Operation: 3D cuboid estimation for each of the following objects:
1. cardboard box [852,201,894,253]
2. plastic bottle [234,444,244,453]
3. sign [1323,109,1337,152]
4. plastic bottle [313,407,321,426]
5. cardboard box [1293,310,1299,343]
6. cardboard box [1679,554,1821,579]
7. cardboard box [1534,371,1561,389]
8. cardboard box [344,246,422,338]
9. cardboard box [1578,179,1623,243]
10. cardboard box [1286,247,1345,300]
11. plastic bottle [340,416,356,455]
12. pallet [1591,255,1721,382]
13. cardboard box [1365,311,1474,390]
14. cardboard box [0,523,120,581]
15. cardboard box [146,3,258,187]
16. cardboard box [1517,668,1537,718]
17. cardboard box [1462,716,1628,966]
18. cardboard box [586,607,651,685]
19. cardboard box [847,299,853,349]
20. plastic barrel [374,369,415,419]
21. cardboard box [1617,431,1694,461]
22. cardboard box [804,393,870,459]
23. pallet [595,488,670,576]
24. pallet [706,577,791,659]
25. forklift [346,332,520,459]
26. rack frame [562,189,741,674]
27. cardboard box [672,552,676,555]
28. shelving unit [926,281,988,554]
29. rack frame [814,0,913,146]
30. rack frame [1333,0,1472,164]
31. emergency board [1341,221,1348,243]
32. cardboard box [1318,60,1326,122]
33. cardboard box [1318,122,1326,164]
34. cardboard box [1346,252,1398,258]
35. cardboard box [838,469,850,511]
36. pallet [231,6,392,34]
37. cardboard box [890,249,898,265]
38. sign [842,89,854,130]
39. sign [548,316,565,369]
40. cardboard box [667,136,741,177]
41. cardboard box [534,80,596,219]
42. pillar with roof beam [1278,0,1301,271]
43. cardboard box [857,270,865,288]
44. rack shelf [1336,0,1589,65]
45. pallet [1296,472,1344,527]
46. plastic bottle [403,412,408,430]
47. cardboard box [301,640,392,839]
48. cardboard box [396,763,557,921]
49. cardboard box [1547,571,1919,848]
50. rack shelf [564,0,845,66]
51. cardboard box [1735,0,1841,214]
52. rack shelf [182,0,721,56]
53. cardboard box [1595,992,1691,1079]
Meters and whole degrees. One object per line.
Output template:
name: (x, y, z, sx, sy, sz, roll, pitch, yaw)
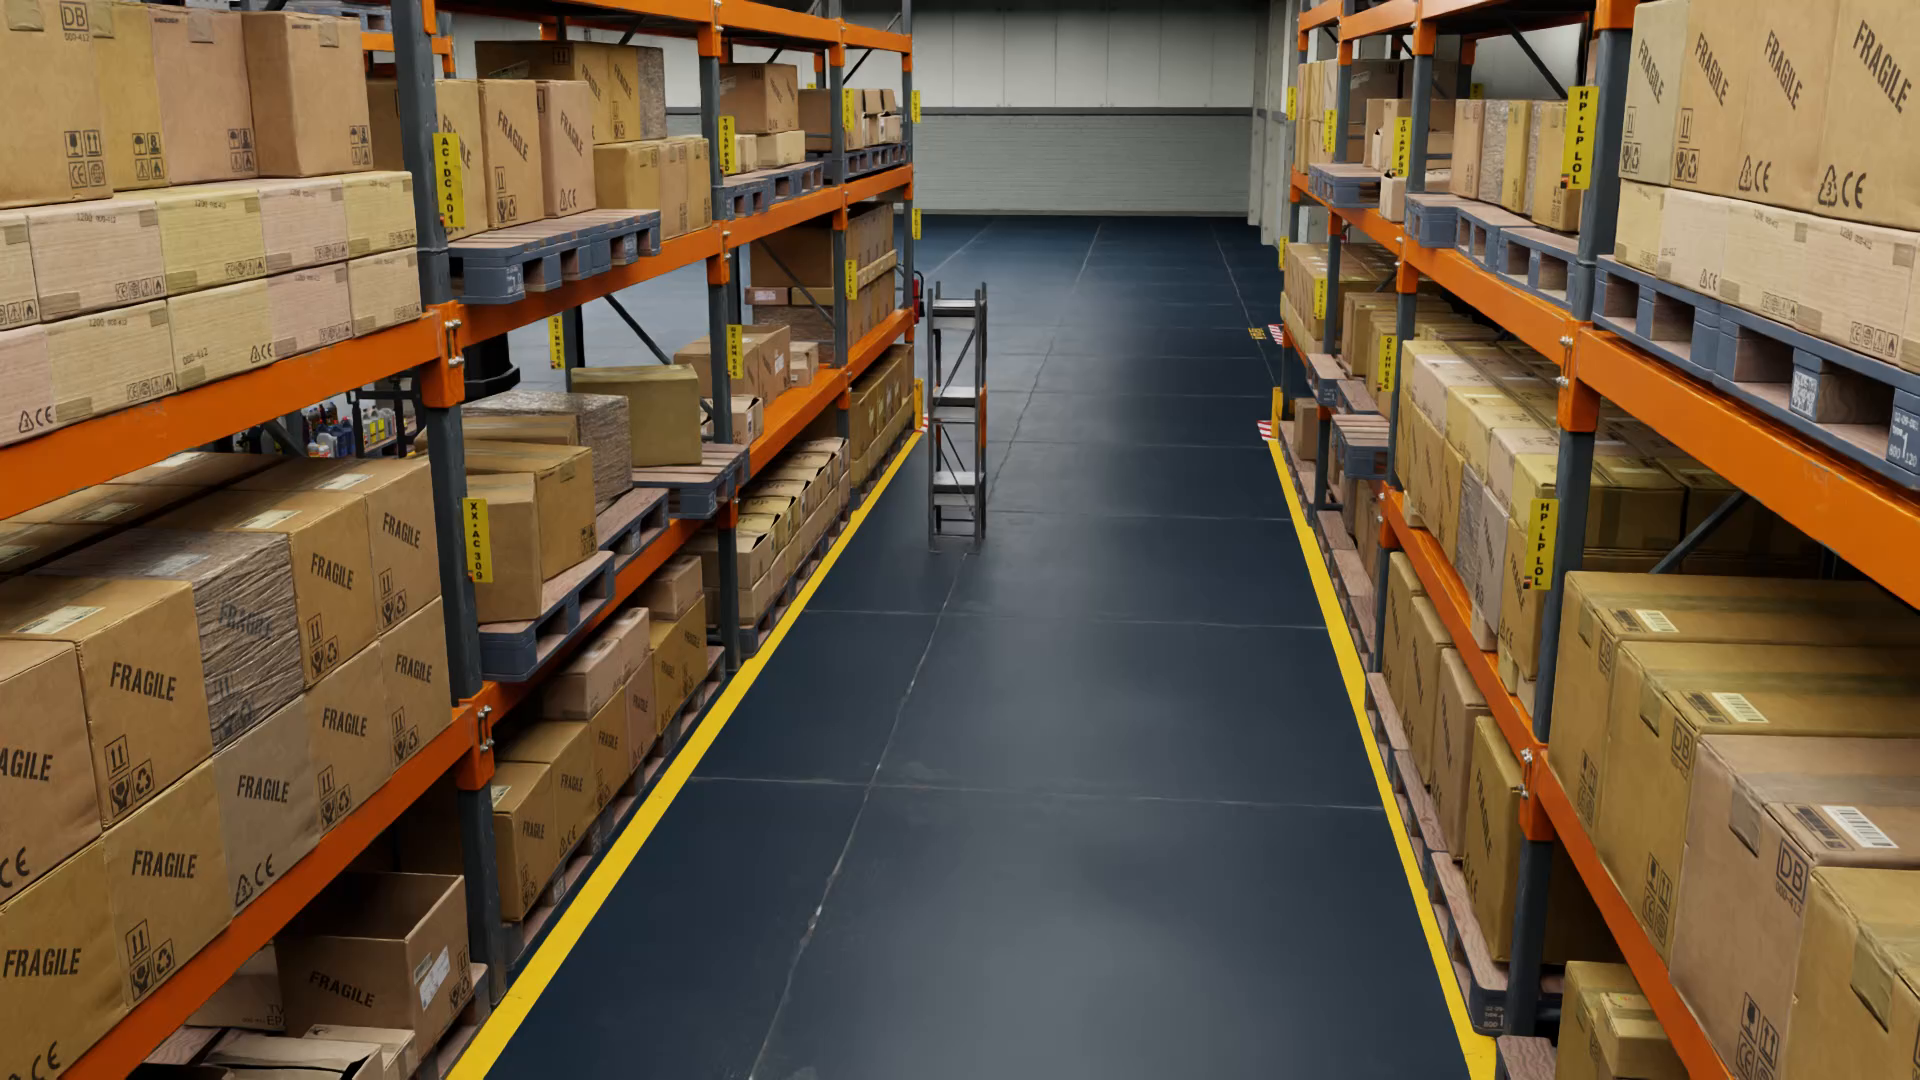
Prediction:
cardboard box: (-1.074, -3.247, 17.246, 0.700, 0.500, 0.500, 2, 15, 6)
plastic bottle: (-6.644, -0.781, 15.322, 0.097, 0.201, 0.097, 0, 15, 0)
sign: (2.928, -3.236, 13.146, 0.100, 0.325, 0.005, 2, 15, 6)
plastic bottle: (-6.477, -1.199, 16.734, 0.097, 0.271, 0.097, 0, 15, 0)
cardboard box: (3.382, -1.984, 15.501, 0.500, 0.250, 0.500, 2, 15, 7)
cardboard box: (2.868, 0.237, 6.239, 0.500, 0.500, 0.500, 1, 15, 4)
cardboard box: (3.100, -0.658, 8.113, 0.500, 0.250, 0.500, 1, 15, 5)
cardboard box: (-2.147, -0.836, 5.548, 0.500, 0.250, 0.500, 2, 15, 6)
cardboard box: (2.774, -1.383, 6.250, 0.700, 0.500, 0.500, 1, 15, 3)
cardboard box: (3.502, -2.618, 16.411, 0.500, 0.500, 0.500, 2, 15, 6)
plastic bottle: (-5.851, -0.996, 15.831, 0.144, 0.351, 0.185, 1, 15, 4)
pallet: (2.463, -0.643, 4.716, 1.003, 0.211, 1.213, 2, 15, 6)
cardboard box: (3.264, -1.338, 11.828, 0.700, 0.500, 0.500, 4, 16, 14)
cardboard box: (-2.806, 0.256, 4.863, 0.500, 0.500, 0.500, 1, 15, 5)
cardboard box: (-2.571, -1.321, 4.946, 0.700, 0.500, 0.500, 2, 15, 6)
cardboard box: (2.323, 0.566, 6.265, 0.380, 0.149, 0.250, 2, 15, 7)
cardboard box: (2.510, 1.213, 6.743, 0.750, 0.750, 0.750, 2, 15, 7)
cardboard box: (-1.891, 0.530, 8.465, 0.500, 0.250, 0.500, 1, 15, 5)
cardboard box: (-1.357, -1.970, 15.009, 0.700, 0.500, 0.500, 2, 15, 6)
plastic barrel: (-5.979, -1.552, 17.618, 0.421, 0.512, 0.421, 0, 15, 0)
cardboard box: (2.929, -0.261, 6.643, 0.500, 0.250, 0.500, 2, 15, 7)
cardboard box: (-1.091, -1.018, 14.706, 0.500, 0.500, 0.500, 2, 15, 6)
pallet: (-2.120, -0.035, 8.412, 1.003, 0.211, 1.213, 2, 15, 6)
pallet: (-1.774, 0.502, 11.402, 1.003, 0.211, 1.213, 2, 15, 6)
forklift: (-4.399, -1.404, 13.238, 3.031, 2.935, 1.130, 0, 15, -1)
rack frame: (-1.905, -0.632, 10.252, 1.000, 3.000, 0.127, 2, 15, 6)
cardboard box: (-2.091, 0.079, 11.013, 0.500, 0.311, 0.500, 2, 15, 8)
shelving unit: (-0.019, -0.971, 13.229, 0.431, 2.100, 0.503, 2, 15, 6)
rack frame: (-1.003, -5.603, 17.143, 1.000, 3.000, 0.127, 2, 15, 6)
rack frame: (3.468, -4.420, 12.770, 1.000, 3.000, 0.127, 2, 15, 6)
emergency board: (5.694, -4.551, 24.745, 0.194, 1.169, 0.643, 2, 15, 6)
cardboard box: (3.307, -3.794, 14.055, 0.500, 0.500, 0.500, 3, 15, 9)
cardboard box: (3.350, -3.299, 14.141, 0.500, 0.500, 0.500, 0, 15, 2)
cardboard box: (3.957, -2.468, 15.855, 0.500, 0.500, 0.500, 1, 15, 5)
cardboard box: (-1.213, -0.429, 13.964, 0.500, 0.250, 0.500, 2, 15, 6)
pallet: (-6.175, -4.960, 15.893, 1.003, 0.211, 1.213, 2, 15, 6)
cardboard box: (-0.856, -2.963, 17.441, 0.380, 0.149, 0.250, 1, 15, 5)
sign: (-0.914, -3.505, 13.539, 0.100, 0.325, 0.005, 2, 15, 6)
sign: (-2.457, -1.206, 10.159, 0.100, 0.325, 0.005, 2, 15, 6)
cardboard box: (-1.793, -2.614, 11.319, 0.500, 0.250, 0.500, 1, 15, 5)
cardboard box: (-2.079, -1.816, 7.698, 0.600, 0.600, 0.600, 1, 15, 4)
pillar with roof beam: (2.454, -10.046, 33.575, 9.100, 9.000, 0.400, 2, 15, 6)
cardboard box: (-1.090, -2.429, 15.465, 0.380, 0.149, 0.250, 1, 15, 5)
rack shelf: (3.243, -3.361, 10.998, 1.077, 0.370, 4.000, 2, 15, 6)
pallet: (3.509, -0.354, 14.565, 1.003, 0.211, 1.213, 2, 15, 6)
plastic bottle: (-5.696, -1.226, 16.967, 0.097, 0.201, 0.097, 0, 15, 0)
cardboard box: (-2.215, 0.628, 5.401, 0.500, 0.500, 0.500, 2, 15, 8)
cardboard box: (-2.060, 1.282, 7.122, 0.500, 0.500, 0.500, 1, 15, 4)
cardboard box: (2.488, 0.546, 5.322, 0.980, 0.700, 0.700, 2, 15, 7)
rack shelf: (-1.680, -3.506, 11.534, 1.077, 0.370, 4.000, 2, 15, 6)
cardboard box: (2.104, -1.000, 3.721, 0.500, 0.500, 0.500, 2, 15, 7)
rack shelf: (-2.131, -2.469, 7.697, 1.077, 0.370, 4.000, 2, 15, 6)
cardboard box: (2.159, 1.516, 5.052, 0.380, 0.149, 0.250, 2, 15, 8)
